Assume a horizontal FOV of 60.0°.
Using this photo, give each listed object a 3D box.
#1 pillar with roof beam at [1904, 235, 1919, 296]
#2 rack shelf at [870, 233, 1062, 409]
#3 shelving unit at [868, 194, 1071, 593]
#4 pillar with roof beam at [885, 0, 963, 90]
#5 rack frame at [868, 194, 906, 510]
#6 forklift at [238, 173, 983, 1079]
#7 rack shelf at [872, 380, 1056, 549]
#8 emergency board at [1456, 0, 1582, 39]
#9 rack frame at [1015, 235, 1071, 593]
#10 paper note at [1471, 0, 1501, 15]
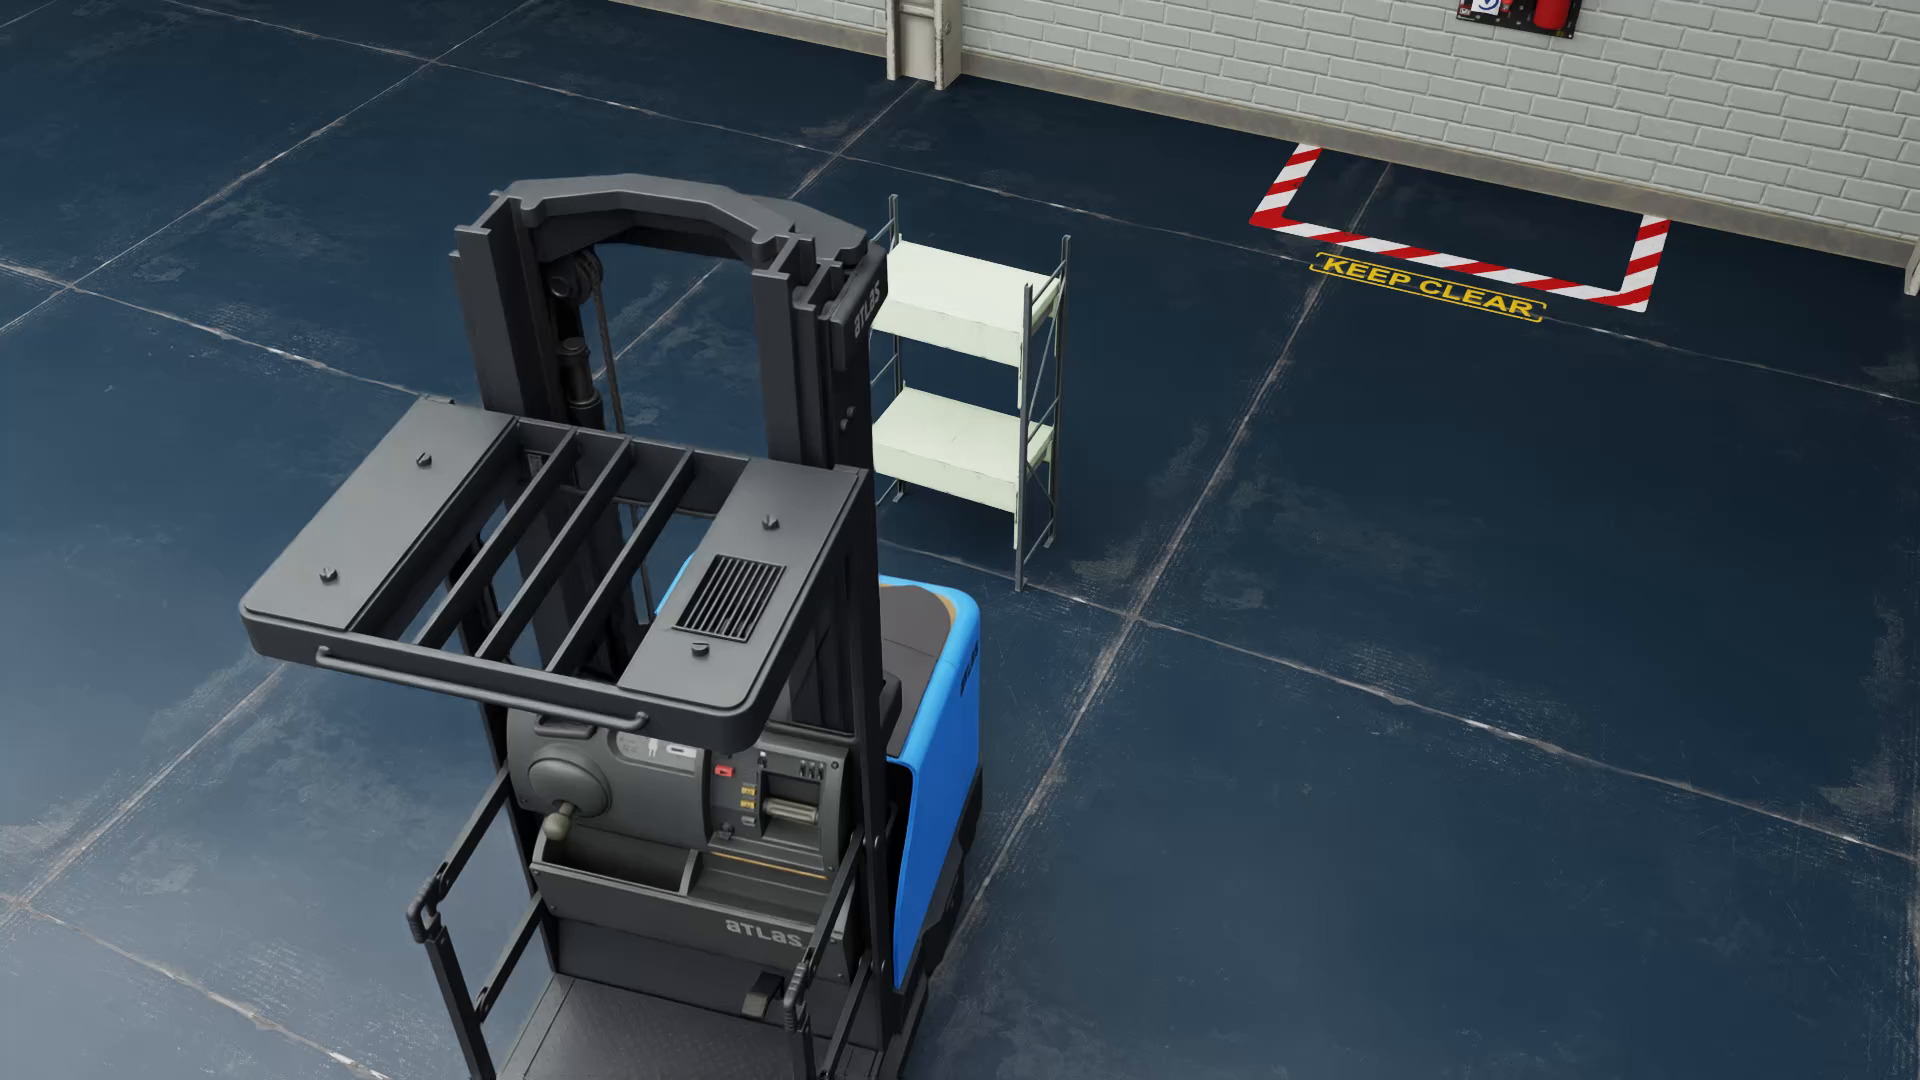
[{"bbox_3d":[3.392,-2.179,2.893,0.400,9.000,9.100,17,44,19],"label":"pillar with roof beam"},{"bbox_3d":[-0.006,-0.863,6.505,0.720,0.370,0.431,17,44,19],"label":"rack shelf"},{"bbox_3d":[-0.006,-0.569,6.761,0.755,1.500,0.431,17,44,19],"label":"shelving unit"},{"bbox_3d":[-2.045,-3.840,4.810,0.400,9.000,9.100,17,44,19],"label":"pillar with roof beam"},{"bbox_3d":[-0.338,-0.670,6.878,0.023,1.500,0.400,17,44,19],"label":"rack frame"},{"bbox_3d":[-0.801,0.722,4.180,1.130,2.935,3.031,10,42,11],"label":"forklift"},{"bbox_3d":[-0.006,-0.322,6.974,0.720,0.370,0.431,17,44,19],"label":"rack shelf"},{"bbox_3d":[2.989,-3.174,8.622,0.643,1.169,0.194,17,44,19],"label":"emergency board"},{"bbox_3d":[0.326,-0.467,6.644,0.023,1.500,0.400,17,44,19],"label":"rack frame"},{"bbox_3d":[2.858,-2.931,9.014,0.142,0.148,0.016,17,44,19],"label":"paper note"}]
